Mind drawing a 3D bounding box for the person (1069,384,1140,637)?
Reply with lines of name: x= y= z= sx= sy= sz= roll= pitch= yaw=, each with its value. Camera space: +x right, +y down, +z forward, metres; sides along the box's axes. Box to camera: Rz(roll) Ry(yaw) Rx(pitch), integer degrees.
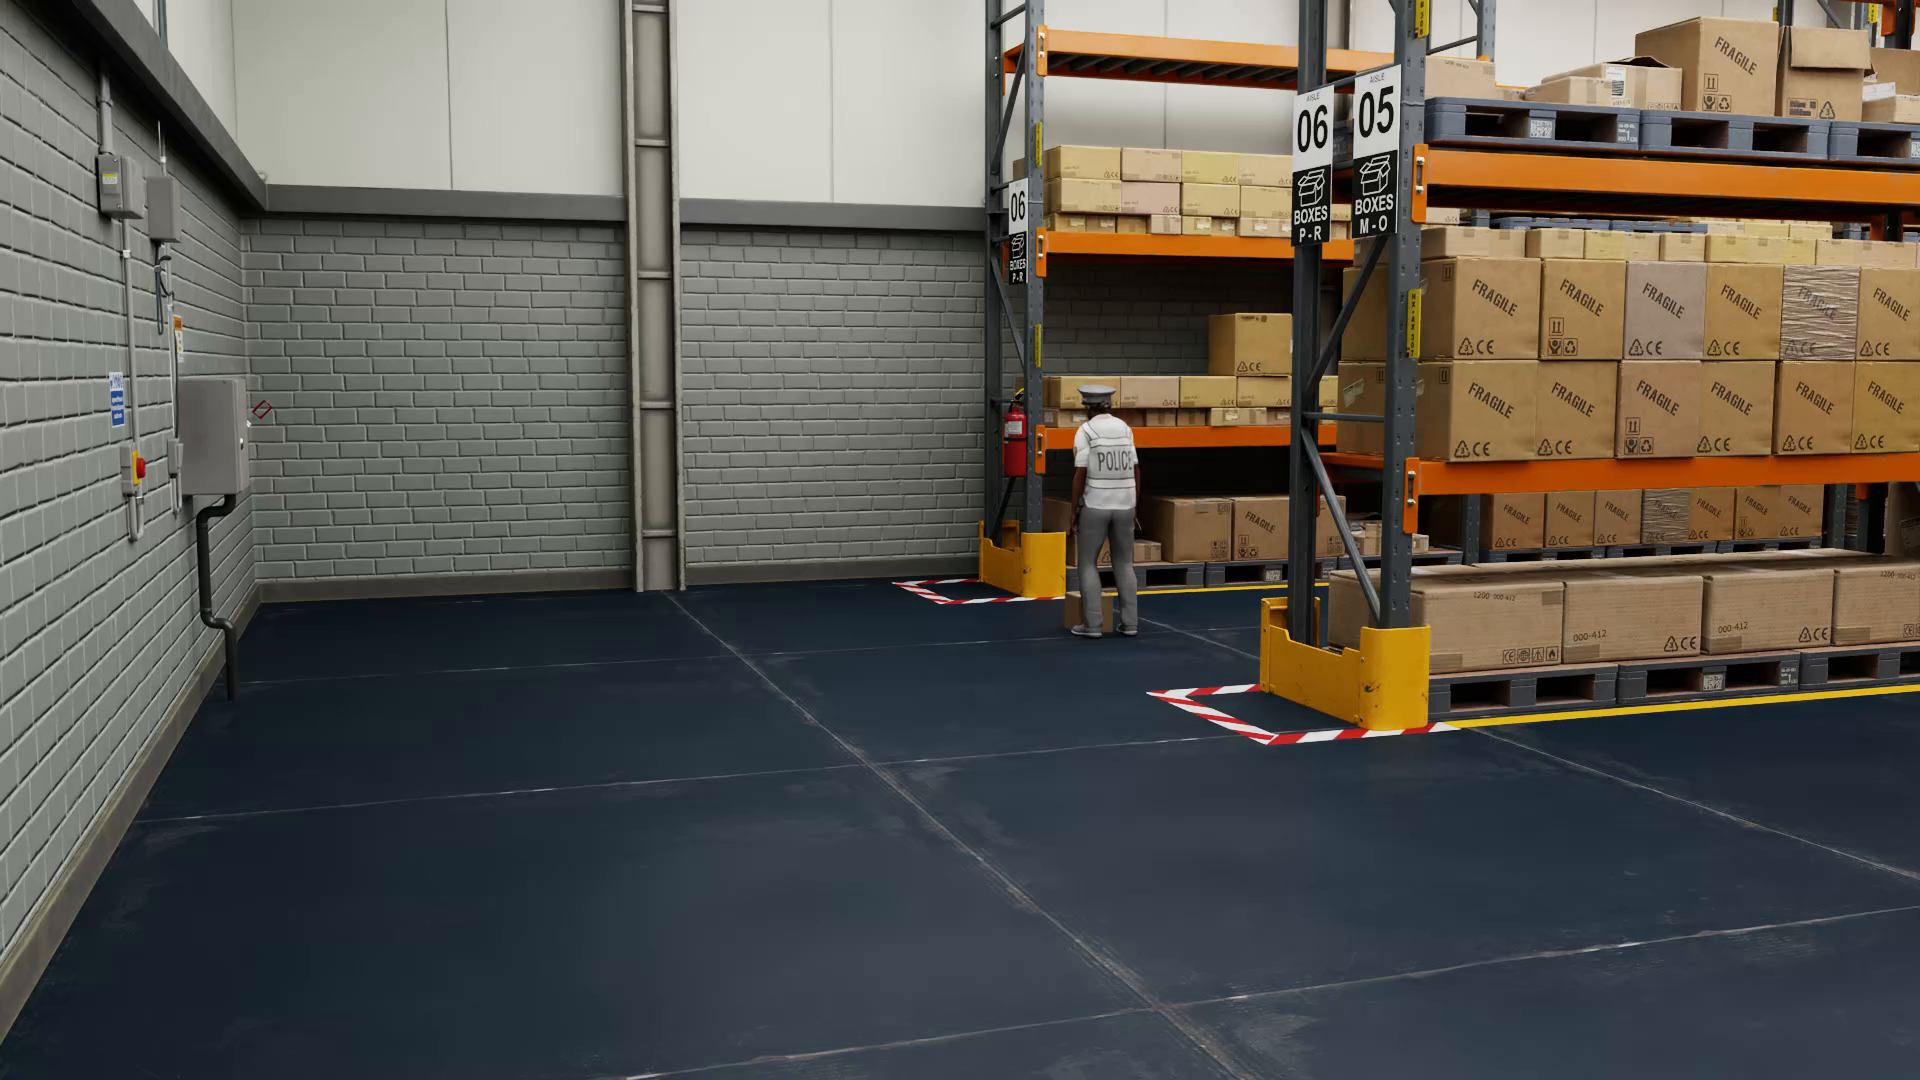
person: x=0.958 y=-0.191 z=10.934 sx=0.523 sy=1.658 sz=0.395 roll=-2 pitch=6 yaw=-22
